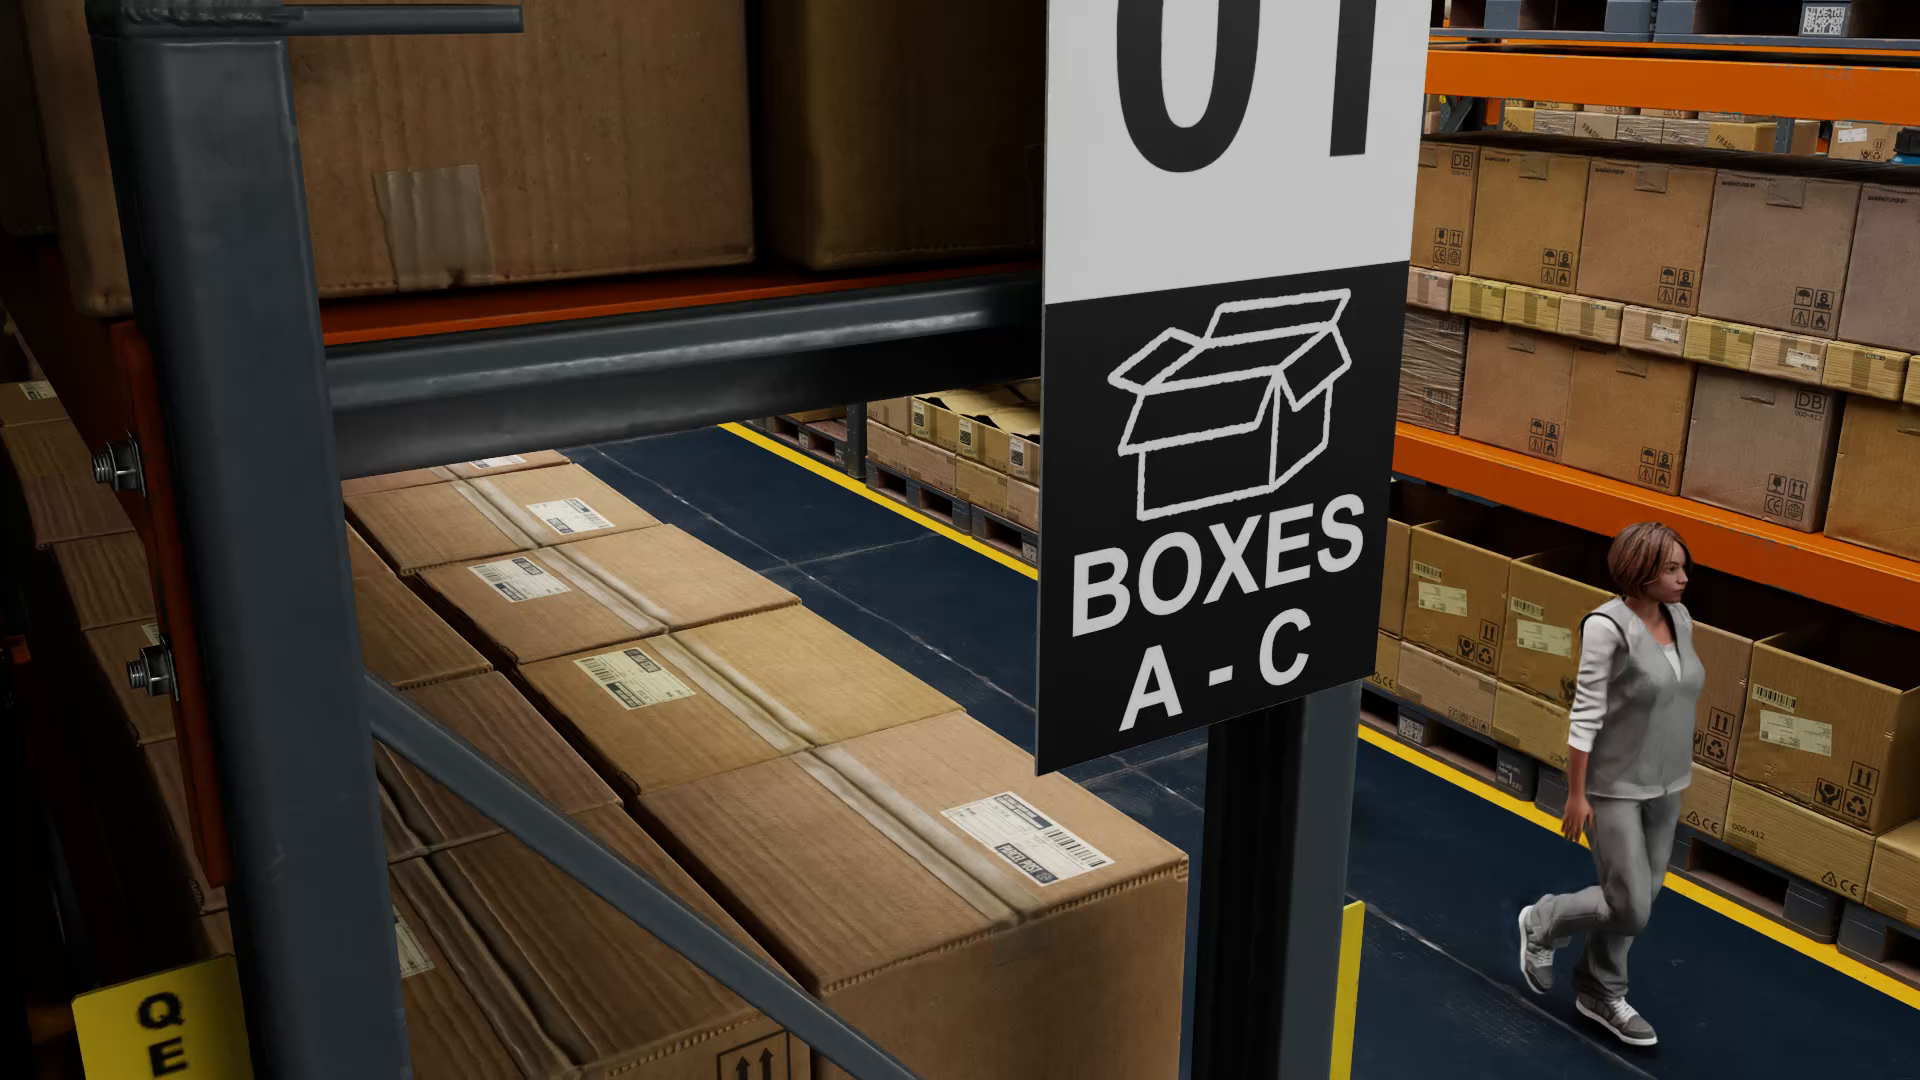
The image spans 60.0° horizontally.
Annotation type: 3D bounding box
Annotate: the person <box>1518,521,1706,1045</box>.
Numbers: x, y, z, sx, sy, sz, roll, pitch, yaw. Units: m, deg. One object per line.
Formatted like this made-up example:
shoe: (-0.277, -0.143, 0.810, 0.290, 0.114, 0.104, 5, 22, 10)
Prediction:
person: (1.924, 0.712, 4.846, 0.448, 1.594, 0.465, -10, 21, -27)
